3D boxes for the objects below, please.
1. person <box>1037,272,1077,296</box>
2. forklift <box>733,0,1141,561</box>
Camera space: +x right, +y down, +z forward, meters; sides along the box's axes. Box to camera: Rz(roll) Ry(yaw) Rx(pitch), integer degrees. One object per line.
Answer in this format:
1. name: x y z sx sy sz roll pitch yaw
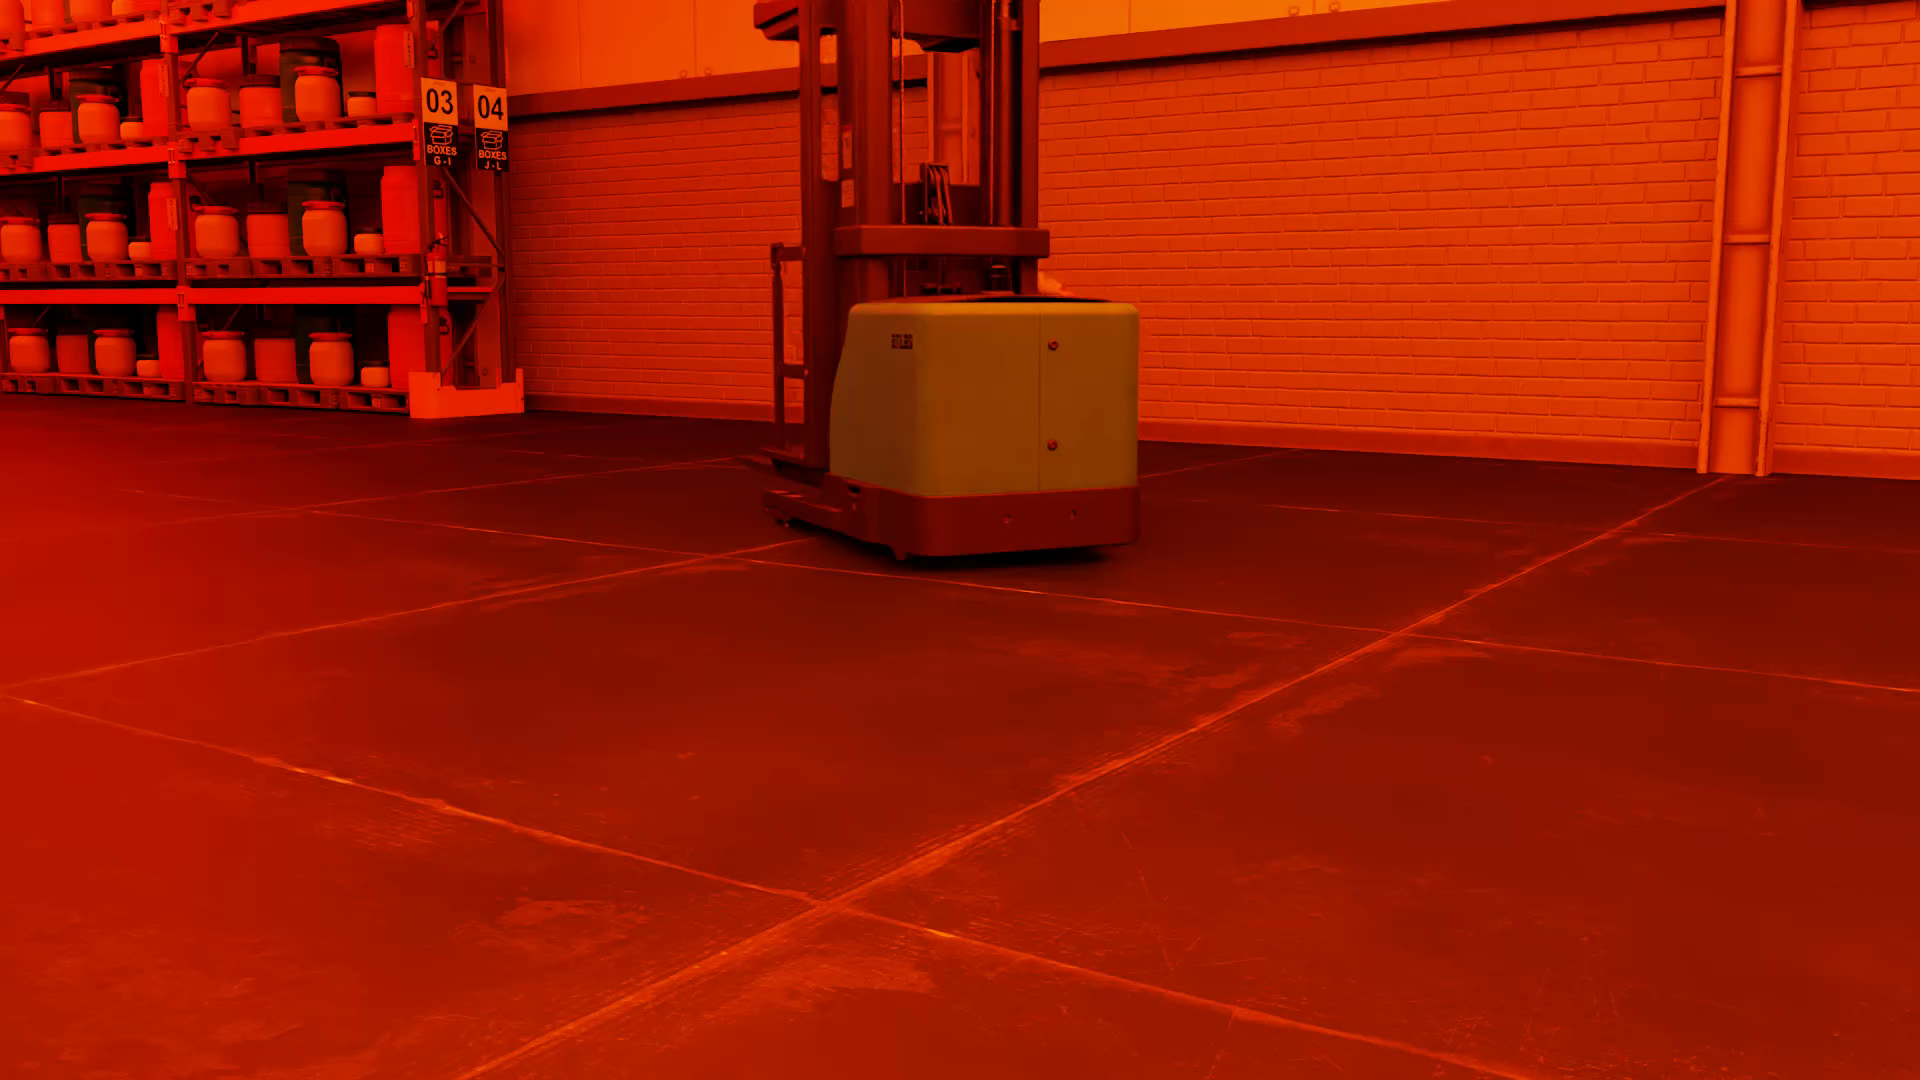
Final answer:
1. person: 0.405 -1.264 10.870 1.267 1.572 0.945 -2 8 -17
2. forklift: -0.322 -1.533 7.972 1.130 2.935 3.031 -4 9 -25
